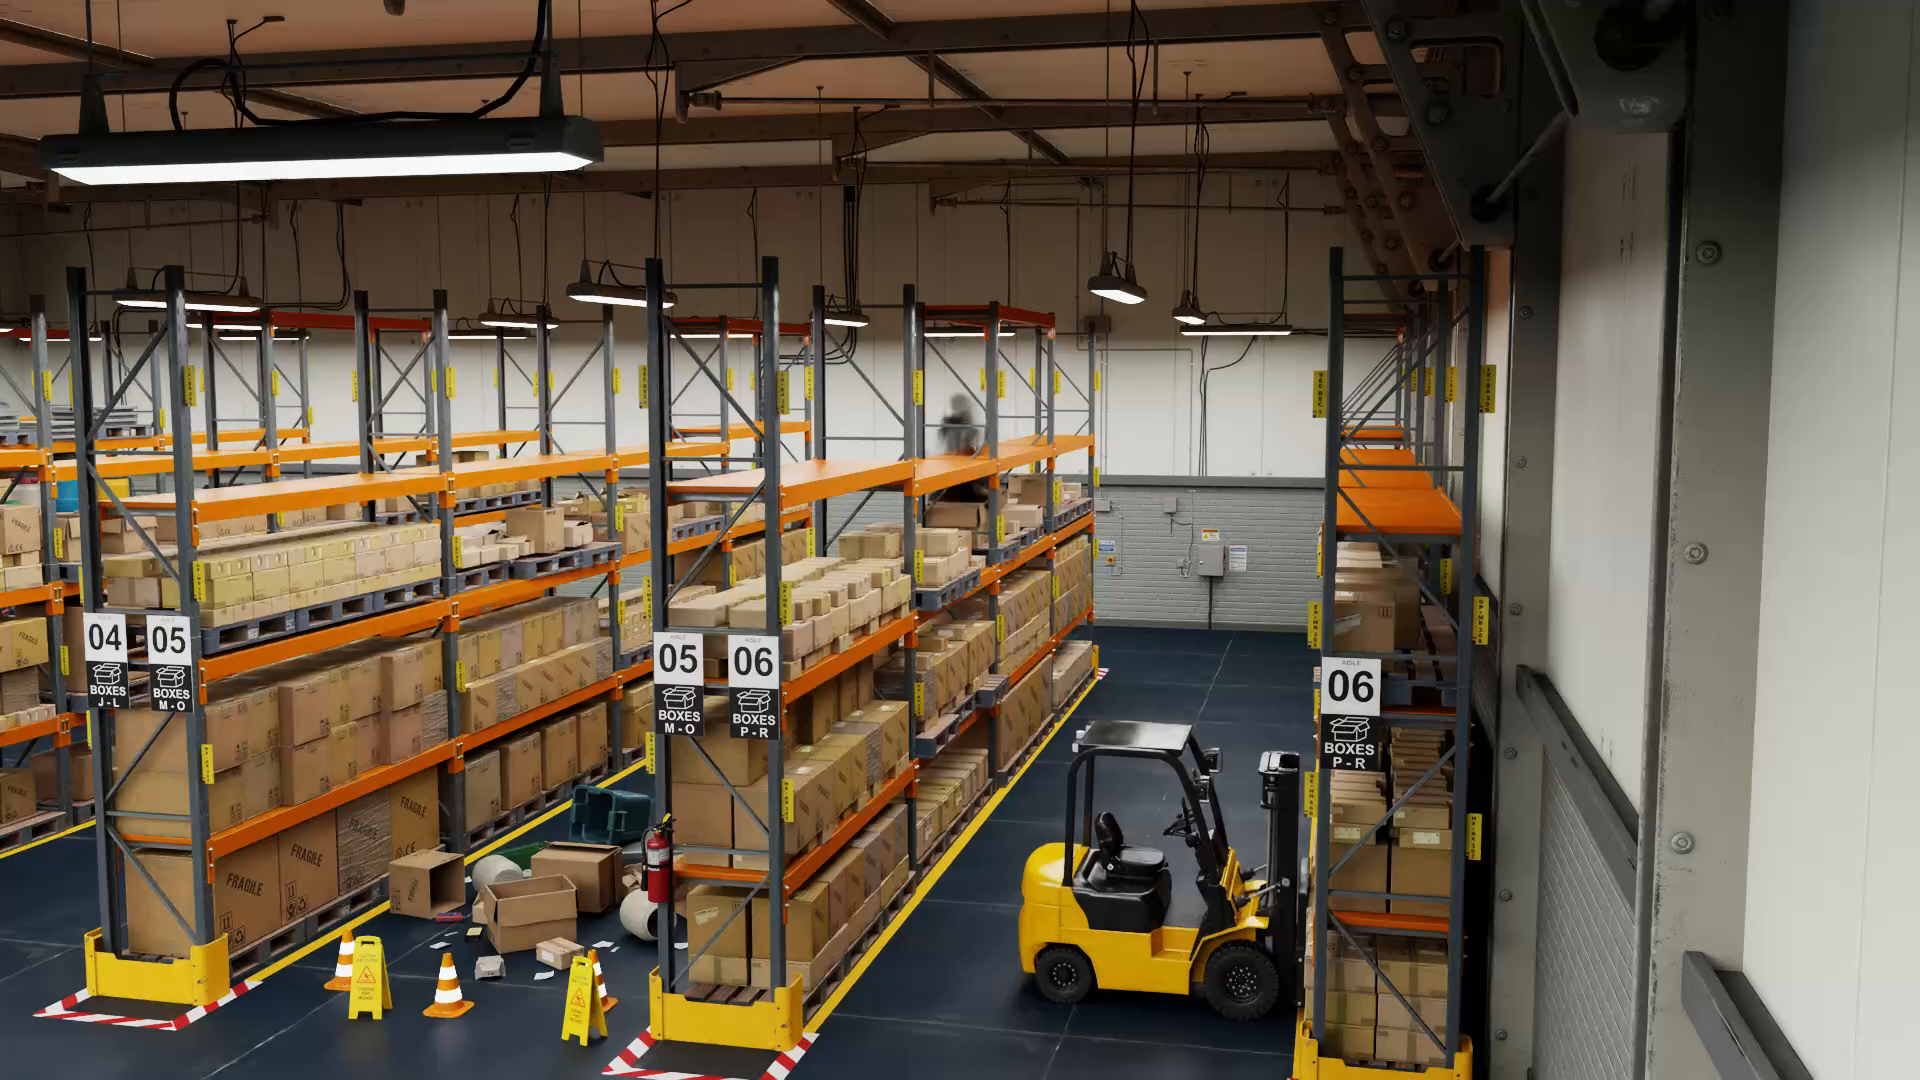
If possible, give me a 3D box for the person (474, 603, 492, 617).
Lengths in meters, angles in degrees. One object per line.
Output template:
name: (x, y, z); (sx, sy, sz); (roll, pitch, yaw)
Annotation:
person: (-7.178, 1.732, 25.363); (0.665, 1.706, 0.938); (1, 6, 14)
